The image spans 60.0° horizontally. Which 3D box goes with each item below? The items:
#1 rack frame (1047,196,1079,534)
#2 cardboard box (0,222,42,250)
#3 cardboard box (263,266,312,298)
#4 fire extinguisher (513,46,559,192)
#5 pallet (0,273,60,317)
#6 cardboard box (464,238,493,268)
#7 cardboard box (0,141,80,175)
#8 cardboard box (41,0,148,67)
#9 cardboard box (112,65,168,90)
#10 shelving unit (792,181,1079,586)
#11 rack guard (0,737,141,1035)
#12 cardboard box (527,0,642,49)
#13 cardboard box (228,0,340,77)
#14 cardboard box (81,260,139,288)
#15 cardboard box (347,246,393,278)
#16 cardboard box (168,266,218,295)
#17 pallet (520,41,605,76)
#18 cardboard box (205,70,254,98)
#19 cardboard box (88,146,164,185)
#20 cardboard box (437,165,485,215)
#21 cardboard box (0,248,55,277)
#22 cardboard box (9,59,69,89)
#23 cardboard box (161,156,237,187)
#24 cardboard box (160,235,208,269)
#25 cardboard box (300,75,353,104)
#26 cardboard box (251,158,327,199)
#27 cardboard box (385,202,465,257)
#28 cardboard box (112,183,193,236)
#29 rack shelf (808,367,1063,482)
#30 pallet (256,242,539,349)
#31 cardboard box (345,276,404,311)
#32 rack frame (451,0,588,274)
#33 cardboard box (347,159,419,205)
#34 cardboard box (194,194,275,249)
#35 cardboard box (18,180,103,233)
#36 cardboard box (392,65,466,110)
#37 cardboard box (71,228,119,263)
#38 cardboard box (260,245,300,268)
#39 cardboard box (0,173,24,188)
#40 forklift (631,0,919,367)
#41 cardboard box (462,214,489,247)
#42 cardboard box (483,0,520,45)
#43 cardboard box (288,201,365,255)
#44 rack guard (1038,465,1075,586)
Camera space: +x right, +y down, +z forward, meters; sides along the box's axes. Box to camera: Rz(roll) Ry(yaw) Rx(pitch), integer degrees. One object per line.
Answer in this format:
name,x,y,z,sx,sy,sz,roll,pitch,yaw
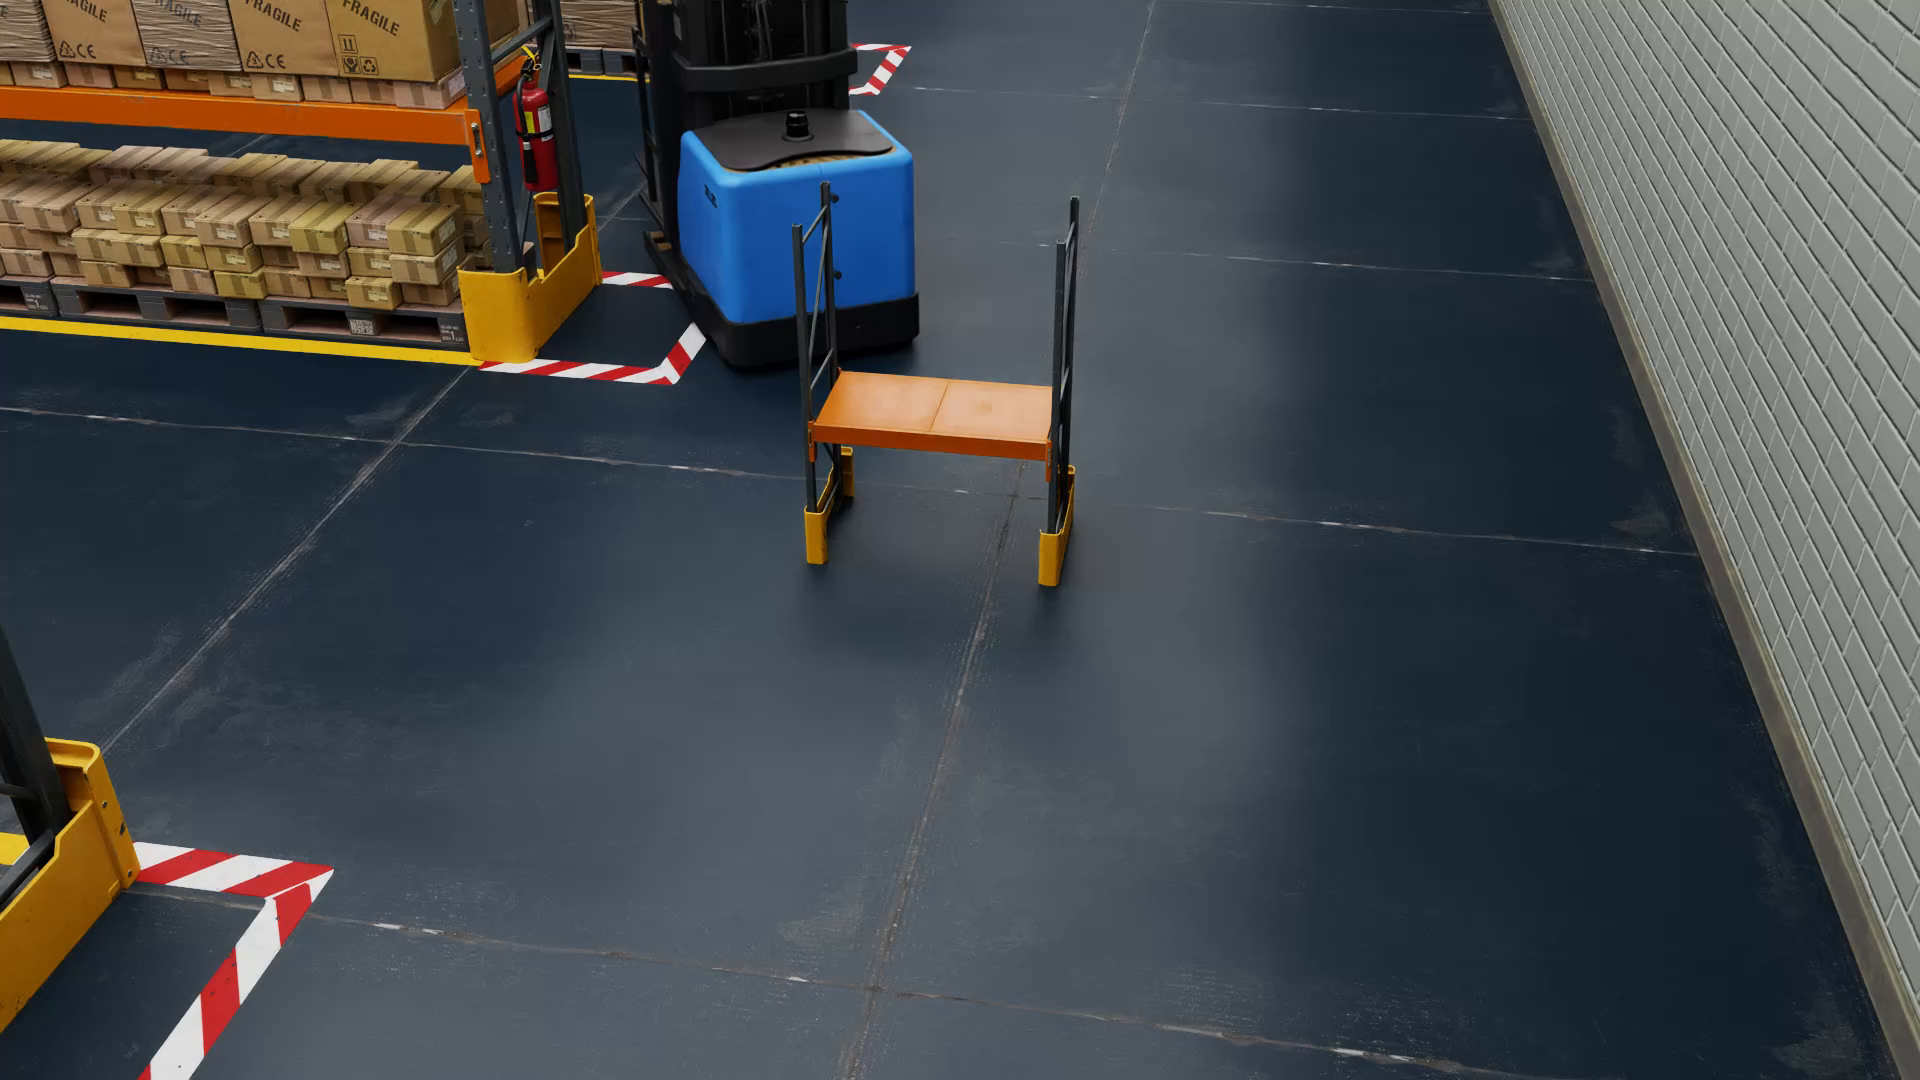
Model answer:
rack frame,0.417,-0.598,6.792,0.032,1.500,0.500,5,32,8
cardboard box,-5.119,-1.755,9.238,0.250,0.149,0.380,4,32,6
cardboard box,-3.572,-1.468,9.059,0.250,0.149,0.380,5,32,9
fire extinguisher,-2.085,-2.052,8.125,0.183,0.674,0.296,5,32,8
pallet,-5.531,-1.640,9.671,1.213,0.211,1.003,5,32,8
cardboard box,-2.719,-1.690,9.414,0.250,0.149,0.380,6,33,9
cardboard box,-5.299,-2.169,9.618,0.250,0.149,0.380,5,32,8
cardboard box,-4.240,-2.719,8.392,0.500,0.500,0.500,7,33,11
cardboard box,-4.144,-2.457,8.585,0.250,0.149,0.380,6,32,9
shelving unit,-0.075,-0.643,6.863,1.083,1.500,0.587,5,32,8
rack guard,-2.965,1.153,4.936,0.348,0.500,1.175,5,32,8
cardboard box,-2.863,-4.465,13.163,0.875,0.875,0.875,5,32,8
cardboard box,-3.249,-2.629,8.248,0.500,0.500,0.500,5,32,7
cardboard box,-4.608,-1.538,9.171,0.250,0.149,0.380,4,32,7
cardboard box,-3.073,-1.551,8.912,0.250,0.149,0.380,4,32,7
cardboard box,-4.100,-1.493,9.099,0.250,0.149,0.380,6,33,9
pallet,-3.322,-4.050,13.521,1.213,0.211,1.003,5,32,8
cardboard box,-3.624,-2.387,8.473,0.250,0.149,0.380,4,32,6
cardboard box,-4.774,-2.129,9.555,0.250,0.149,0.380,4,32,6
cardboard box,-2.715,-1.953,9.273,0.250,0.149,0.380,4,32,6
cardboard box,-5.119,-1.617,9.298,0.250,0.149,0.380,5,32,7
cardboard box,-4.668,-2.468,8.603,0.250,0.149,0.380,7,33,10
cardboard box,-4.280,-2.032,9.400,0.250,0.149,0.380,5,32,8
cardboard box,-4.099,-1.617,9.018,0.250,0.149,0.380,7,33,11
cardboard box,-3.113,-2.337,8.394,0.250,0.149,0.380,5,32,8
cardboard box,-3.764,-2.012,9.368,0.250,0.149,0.380,6,33,10
cardboard box,-2.820,-1.643,8.778,0.250,0.149,0.380,6,32,9
cardboard box,-4.358,-1.793,9.018,0.250,0.149,0.380,5,32,8
rack shelf,-0.084,-0.491,6.960,1.000,0.185,0.538,5,32,8
pallet,-3.126,-1.422,9.323,1.213,0.211,1.003,5,32,8
cardboard box,-3.080,-1.384,8.925,0.250,0.149,0.380,6,33,10
rack frame,-2.256,-2.506,8.427,0.127,3.000,1.000,5,32,8
cardboard box,-3.234,-2.004,9.354,0.250,0.149,0.380,5,32,8
cardboard box,-3.854,-1.703,8.874,0.250,0.149,0.380,6,33,10
cardboard box,-4.877,-1.817,9.056,0.250,0.149,0.380,6,33,9
cardboard box,-2.625,-2.281,8.304,0.250,0.149,0.380,5,32,8
cardboard box,-4.614,-1.663,9.090,0.250,0.149,0.380,5,32,8
cardboard box,-3.584,-1.623,9.027,0.250,0.149,0.380,5,32,8
cardboard box,-5.375,-1.894,9.179,0.250,0.149,0.380,5,32,8
forklift,-1.240,-2.898,9.118,1.130,2.935,3.031,-12,34,-18
cardboard box,-2.729,-1.783,9.282,0.250,0.149,0.380,6,33,10
cardboard box,-2.652,-2.859,8.616,0.500,0.500,0.500,7,33,11
cardboard box,-3.335,-1.652,8.792,0.250,0.149,0.380,4,32,7
rack guard,0.416,-0.068,7.124,0.087,0.250,0.587,5,32,8
